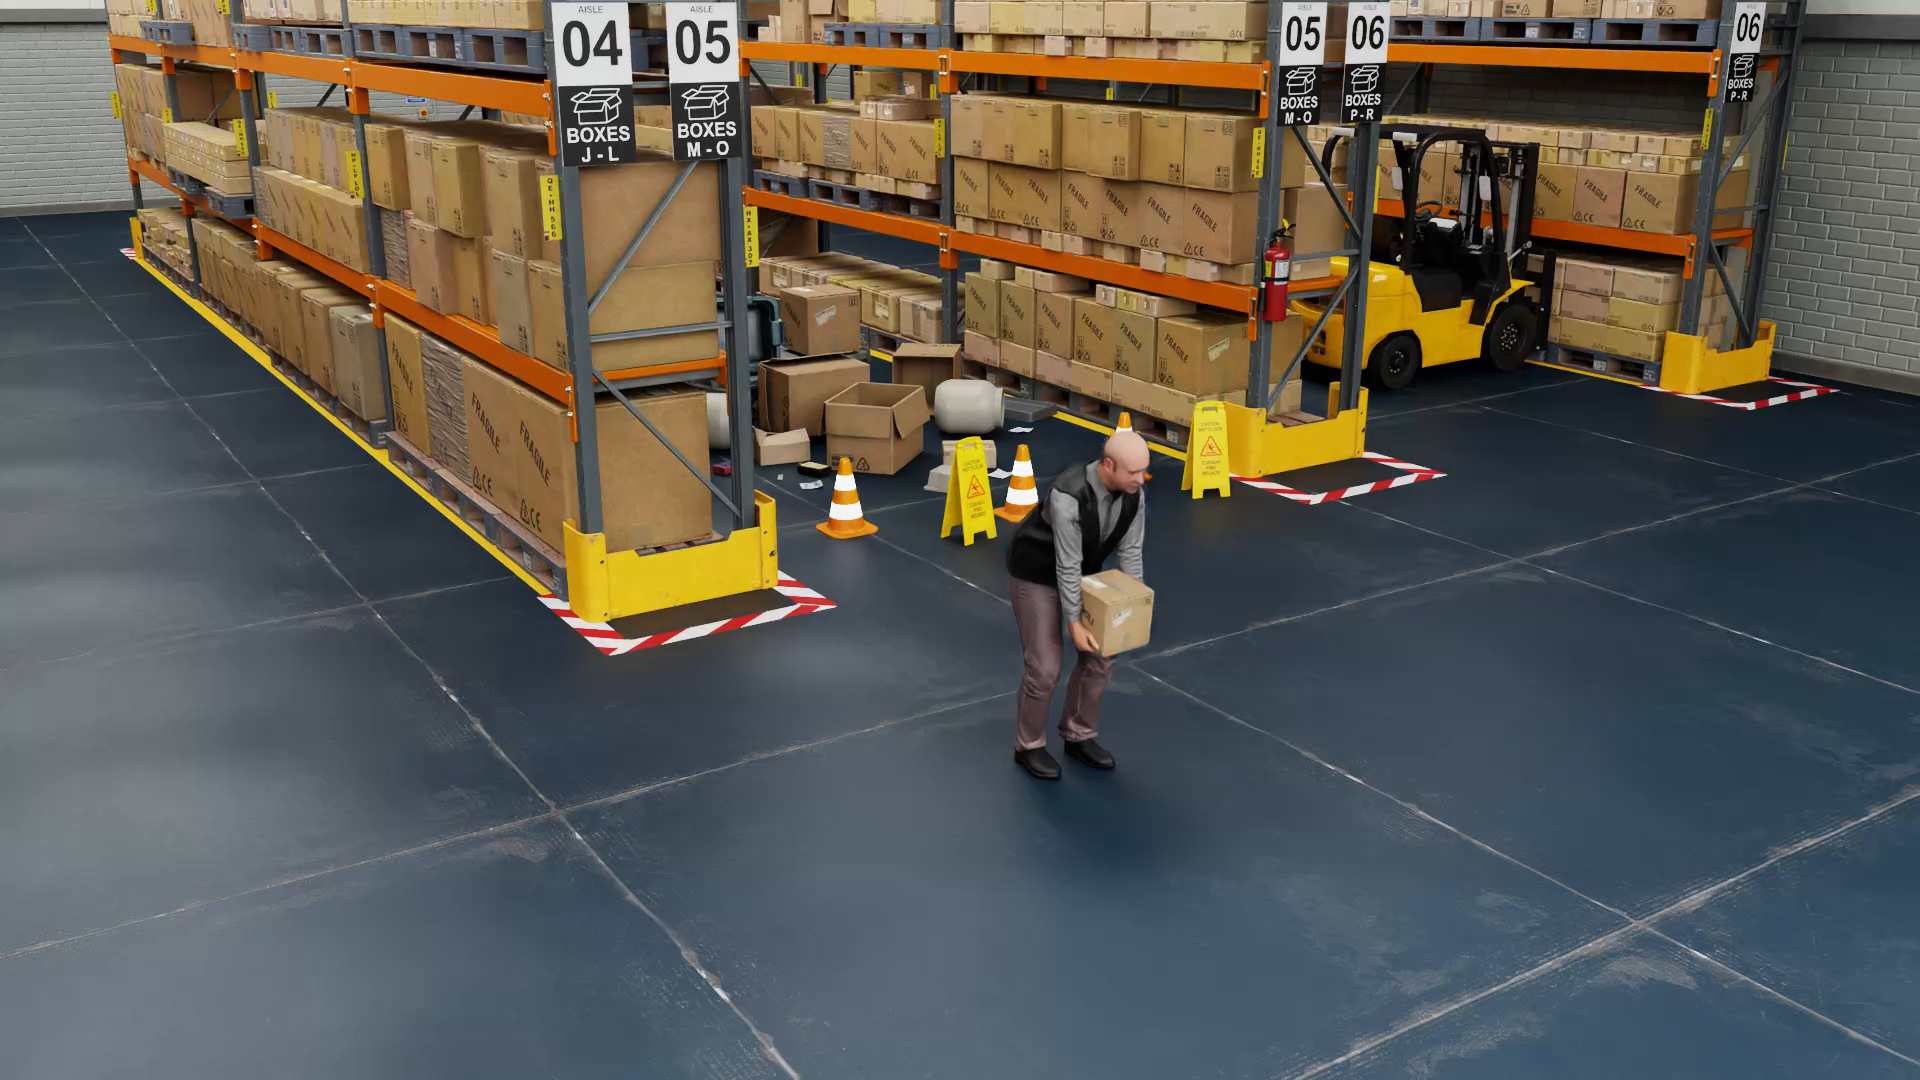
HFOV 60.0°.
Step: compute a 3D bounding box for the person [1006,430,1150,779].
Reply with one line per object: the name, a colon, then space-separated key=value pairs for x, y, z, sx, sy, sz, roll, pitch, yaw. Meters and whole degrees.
person: x=0.519 y=0.256 z=7.051 sx=0.474 sy=1.576 sz=0.699 roll=-12 pitch=21 yaw=-33
